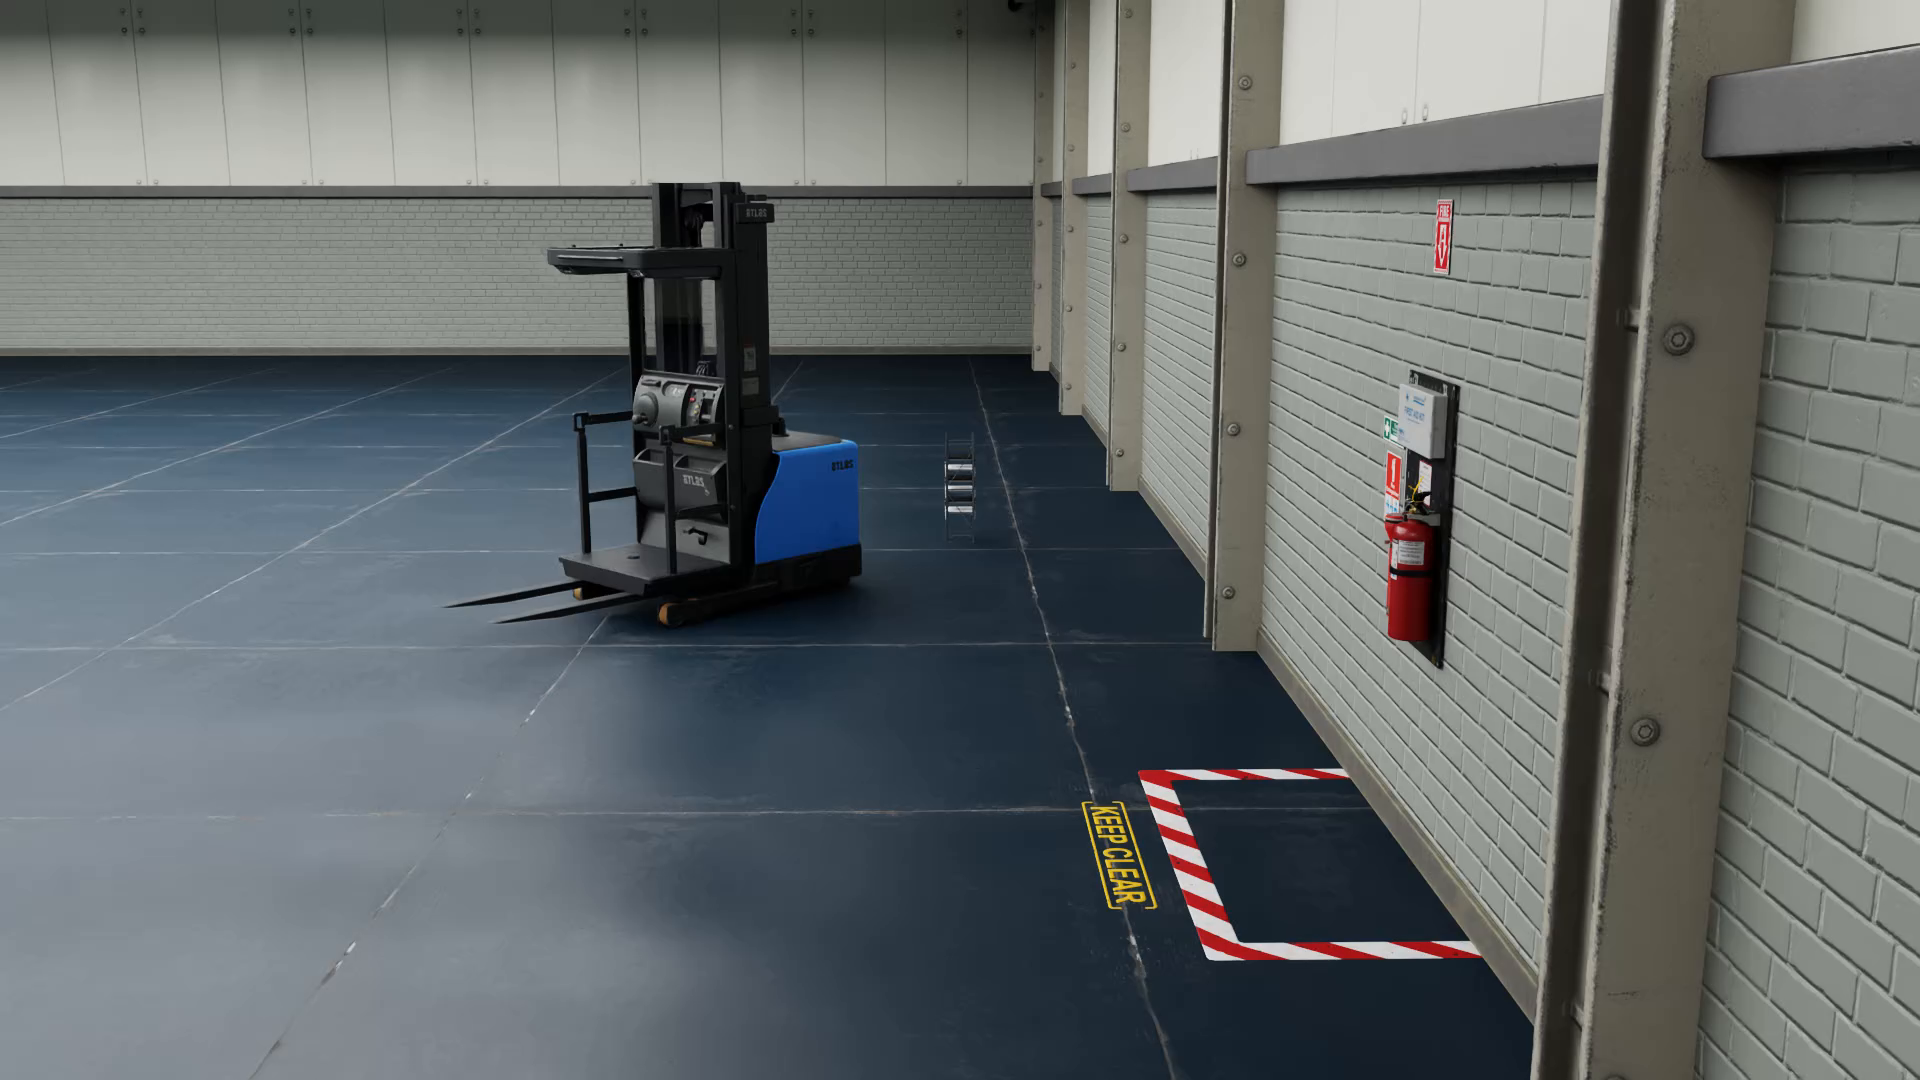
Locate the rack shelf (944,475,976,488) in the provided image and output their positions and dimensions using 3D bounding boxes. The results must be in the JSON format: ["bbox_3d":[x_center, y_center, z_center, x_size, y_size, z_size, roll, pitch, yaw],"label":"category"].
[{"bbox_3d":[0.000,-0.495,13.950,0.258,0.077,0.200,0,11,-1],"label":"rack shelf"}]

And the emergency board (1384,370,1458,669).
[{"bbox_3d":[1.875,-0.102,7.020,0.194,1.169,0.643,0,11,-1],"label":"emergency board"}]

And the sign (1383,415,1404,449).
[{"bbox_3d":[1.958,-0.489,7.503,0.001,0.109,0.331,0,11,-1],"label":"sign"}]

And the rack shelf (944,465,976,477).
[{"bbox_3d":[0.000,-0.583,13.933,0.258,0.077,0.200,0,11,-1],"label":"rack shelf"}]

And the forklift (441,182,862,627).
[{"bbox_3d":[-2.109,-0.965,11.446,1.130,2.935,3.031,11,16,42],"label":"forklift"}]

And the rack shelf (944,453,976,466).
[{"bbox_3d":[0.000,-0.671,13.915,0.258,0.077,0.200,0,11,-1],"label":"rack shelf"}]

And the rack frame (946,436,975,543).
[{"bbox_3d":[0.002,-0.419,13.862,0.240,0.900,0.006,0,11,-1],"label":"rack frame"}]

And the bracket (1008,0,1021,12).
[{"bbox_3d":[0.979,-9.638,29.881,0.235,0.232,0.430,0,11,-1],"label":"bracket"}]

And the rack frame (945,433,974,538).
[{"bbox_3d":[-0.002,-0.460,14.061,0.240,0.900,0.006,0,11,-1],"label":"rack frame"}]

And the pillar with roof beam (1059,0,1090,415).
[{"bbox_3d":[-2.788,-6.112,21.551,9.100,9.000,0.400,0,11,-1],"label":"pillar with roof beam"}]

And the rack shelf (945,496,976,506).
[{"bbox_3d":[0.000,-0.319,13.986,0.258,0.077,0.200,0,11,-1],"label":"rack shelf"}]

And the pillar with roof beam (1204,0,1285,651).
[{"bbox_3d":[-2.540,-3.726,9.793,9.100,9.000,0.400,0,11,-1],"label":"pillar with roof beam"}]

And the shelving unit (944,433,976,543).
[{"bbox_3d":[0.000,-0.439,13.962,0.258,0.900,0.210,0,11,-1],"label":"shelving unit"}]

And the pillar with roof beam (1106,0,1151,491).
[{"bbox_3d":[-2.664,-4.919,15.672,9.100,9.000,0.400,0,11,-1],"label":"pillar with roof beam"}]

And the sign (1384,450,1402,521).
[{"bbox_3d":[1.967,-0.230,7.560,0.001,0.329,0.234,0,11,-1],"label":"sign"}]

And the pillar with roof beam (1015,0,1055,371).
[{"bbox_3d":[-2.912,-7.304,27.430,9.100,9.000,0.548,0,11,-1],"label":"pillar with roof beam"}]

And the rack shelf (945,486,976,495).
[{"bbox_3d":[0.000,-0.407,13.968,0.258,0.077,0.200,0,11,-1],"label":"rack shelf"}]

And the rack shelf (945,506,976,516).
[{"bbox_3d":[0.000,-0.230,14.004,0.258,0.077,0.200,0,11,-1],"label":"rack shelf"}]

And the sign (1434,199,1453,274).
[{"bbox_3d":[1.974,-1.241,6.799,0.001,0.298,0.199,0,11,-1],"label":"sign"}]

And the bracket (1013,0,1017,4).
[{"bbox_3d":[0.992,-9.521,29.302,0.076,0.066,3.189,0,11,-1],"label":"bracket"}]
